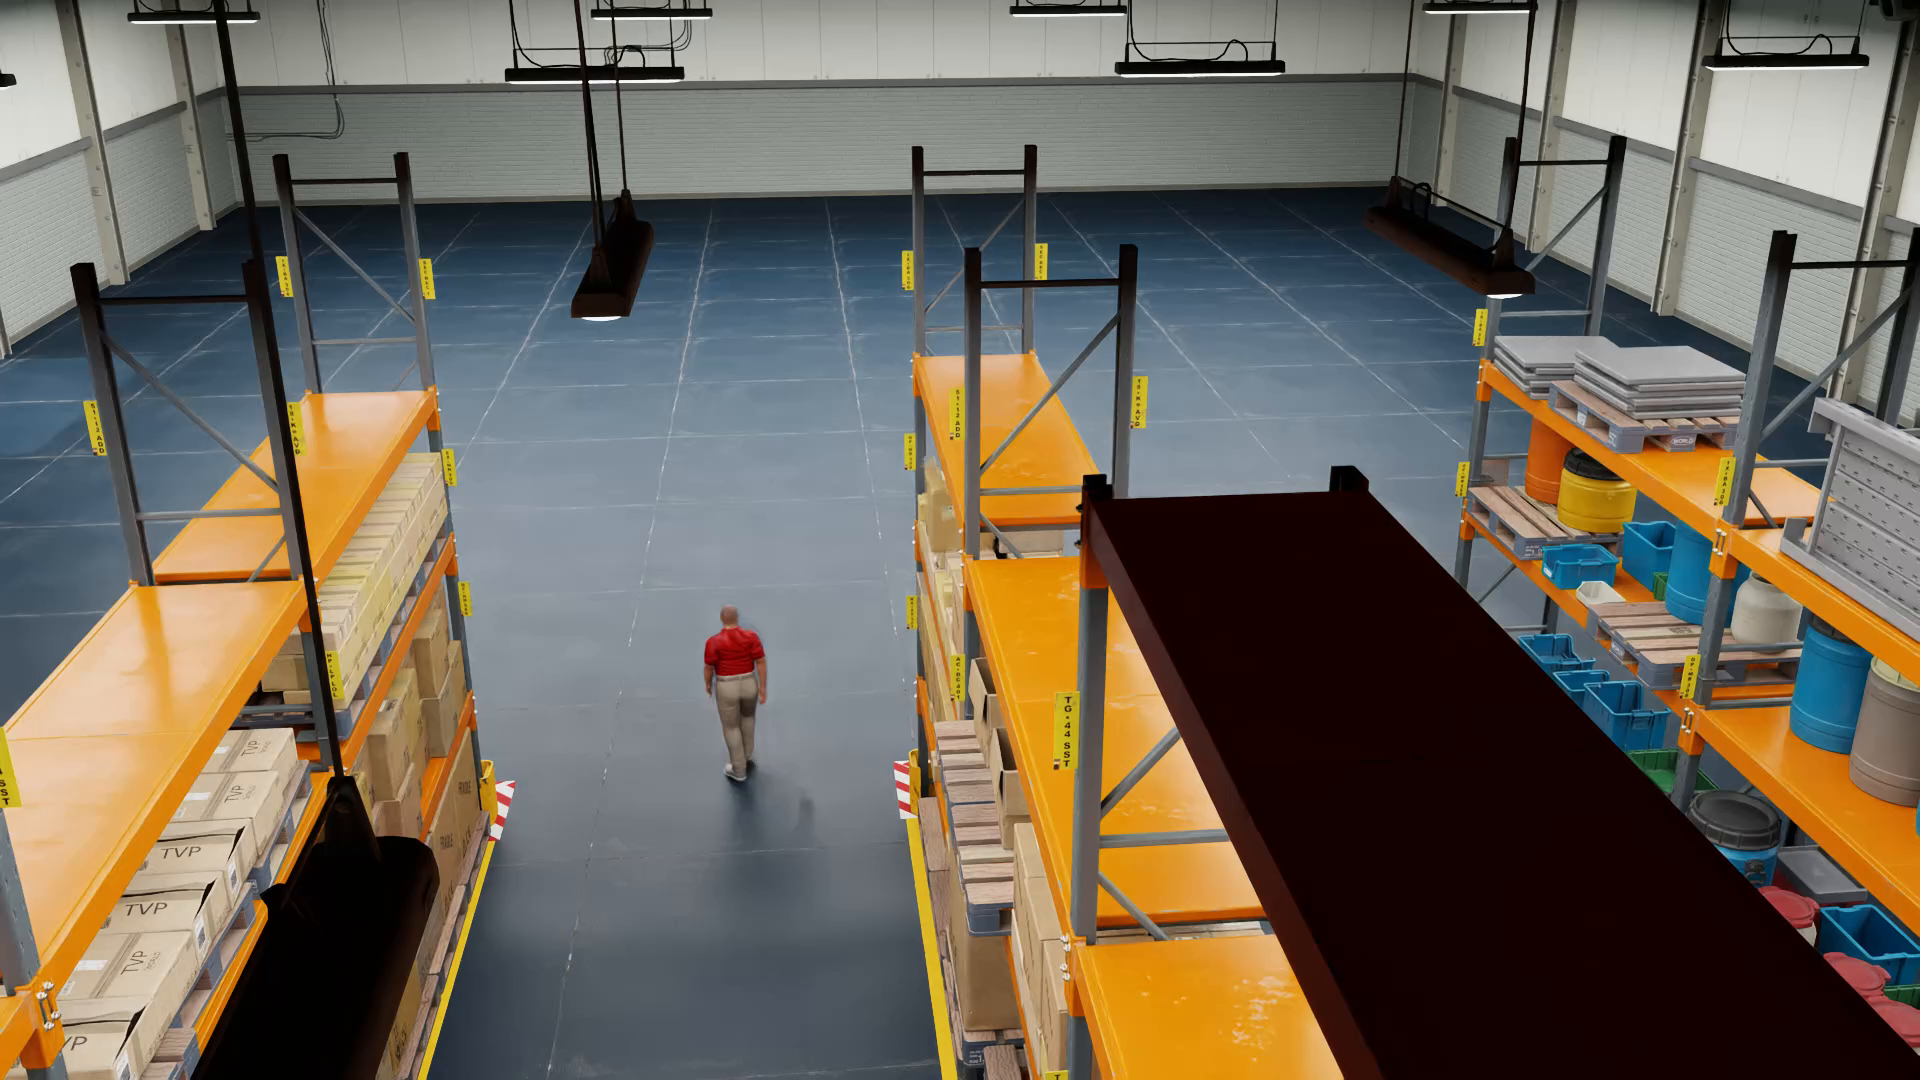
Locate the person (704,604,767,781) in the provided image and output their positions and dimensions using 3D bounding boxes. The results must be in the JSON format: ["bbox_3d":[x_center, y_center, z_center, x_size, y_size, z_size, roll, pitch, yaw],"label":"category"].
[{"bbox_3d":[-2.123,1.443,15.753,0.555,1.806,0.624,-9,23,-21],"label":"person"}]
